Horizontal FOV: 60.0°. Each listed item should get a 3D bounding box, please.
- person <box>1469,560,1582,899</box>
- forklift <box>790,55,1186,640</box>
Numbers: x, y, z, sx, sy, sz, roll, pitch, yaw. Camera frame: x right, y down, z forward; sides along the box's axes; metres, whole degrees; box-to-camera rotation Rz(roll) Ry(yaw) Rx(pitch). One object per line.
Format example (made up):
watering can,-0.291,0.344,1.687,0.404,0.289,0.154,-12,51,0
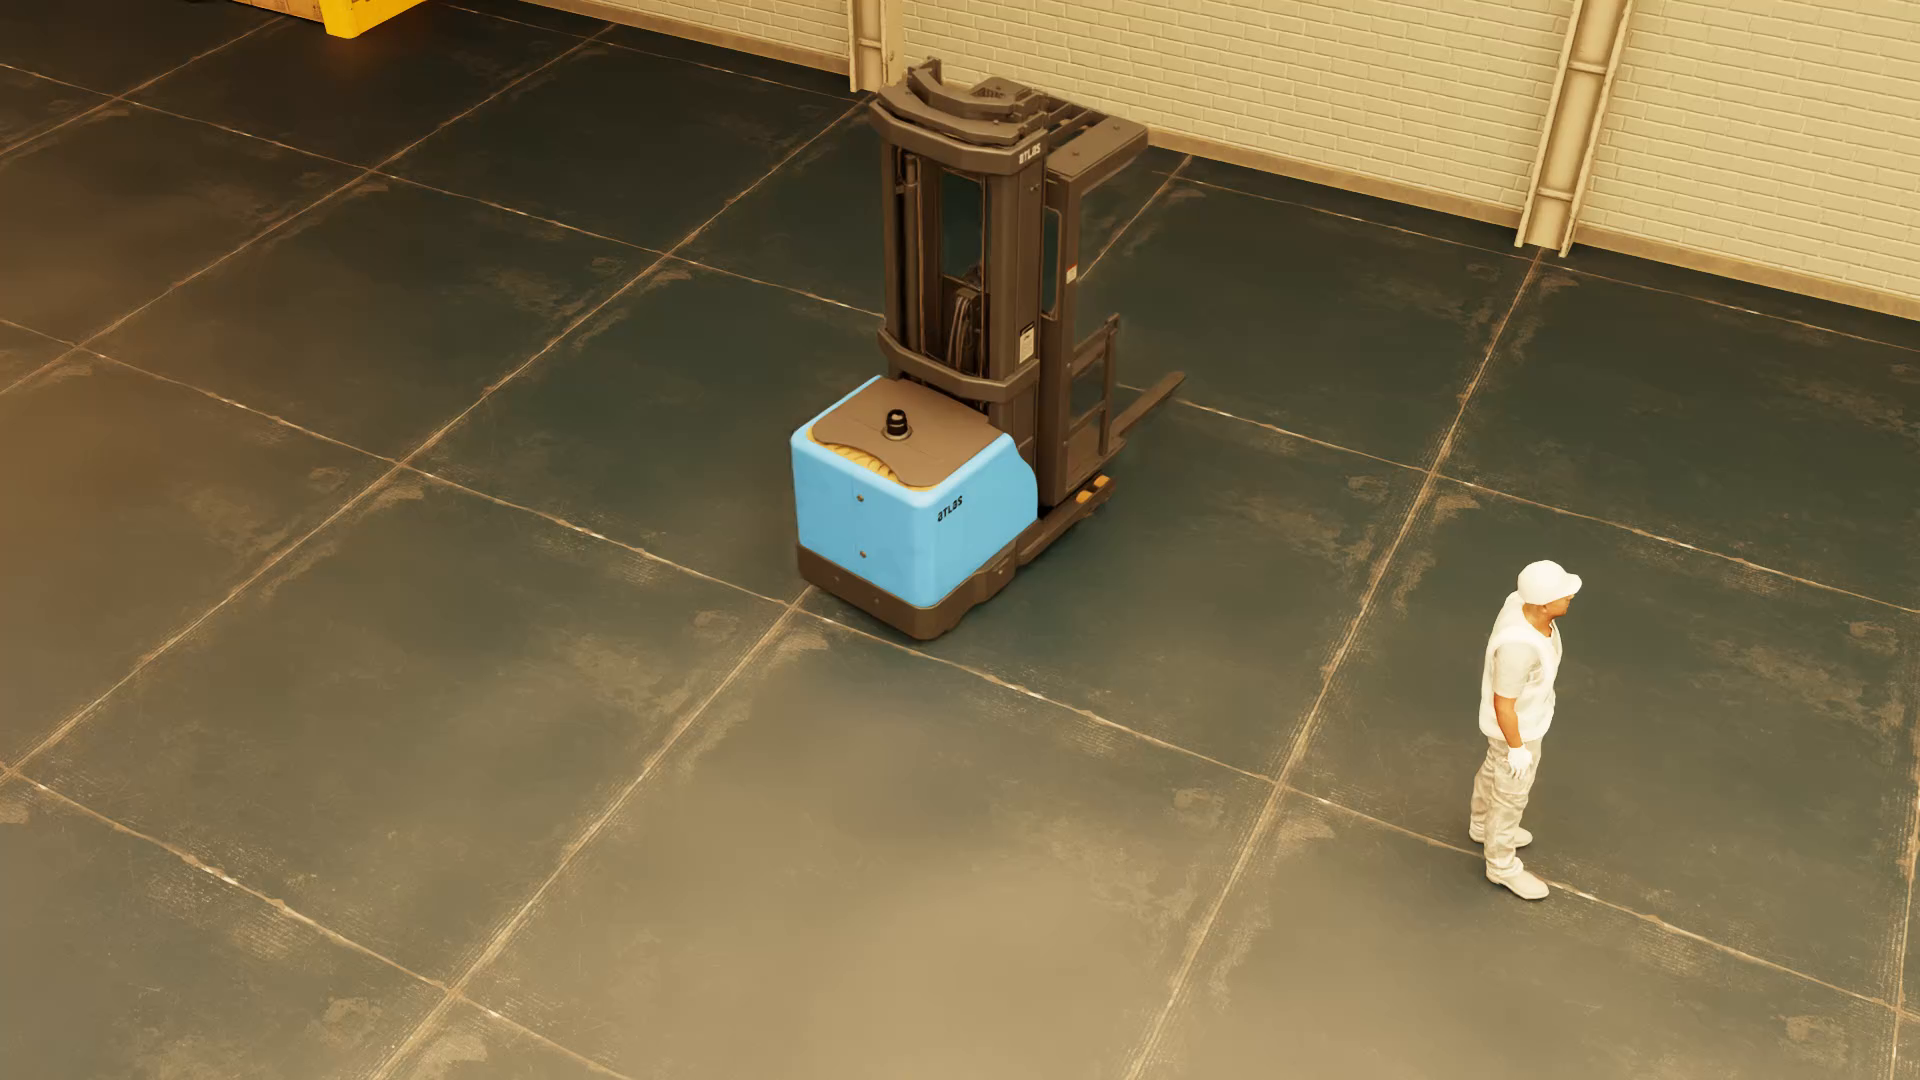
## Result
person,2.707,0.849,7.858,0.577,1.781,0.656,14,42,16
forklift,0.336,-1.444,9.701,1.130,2.935,3.031,27,47,28
